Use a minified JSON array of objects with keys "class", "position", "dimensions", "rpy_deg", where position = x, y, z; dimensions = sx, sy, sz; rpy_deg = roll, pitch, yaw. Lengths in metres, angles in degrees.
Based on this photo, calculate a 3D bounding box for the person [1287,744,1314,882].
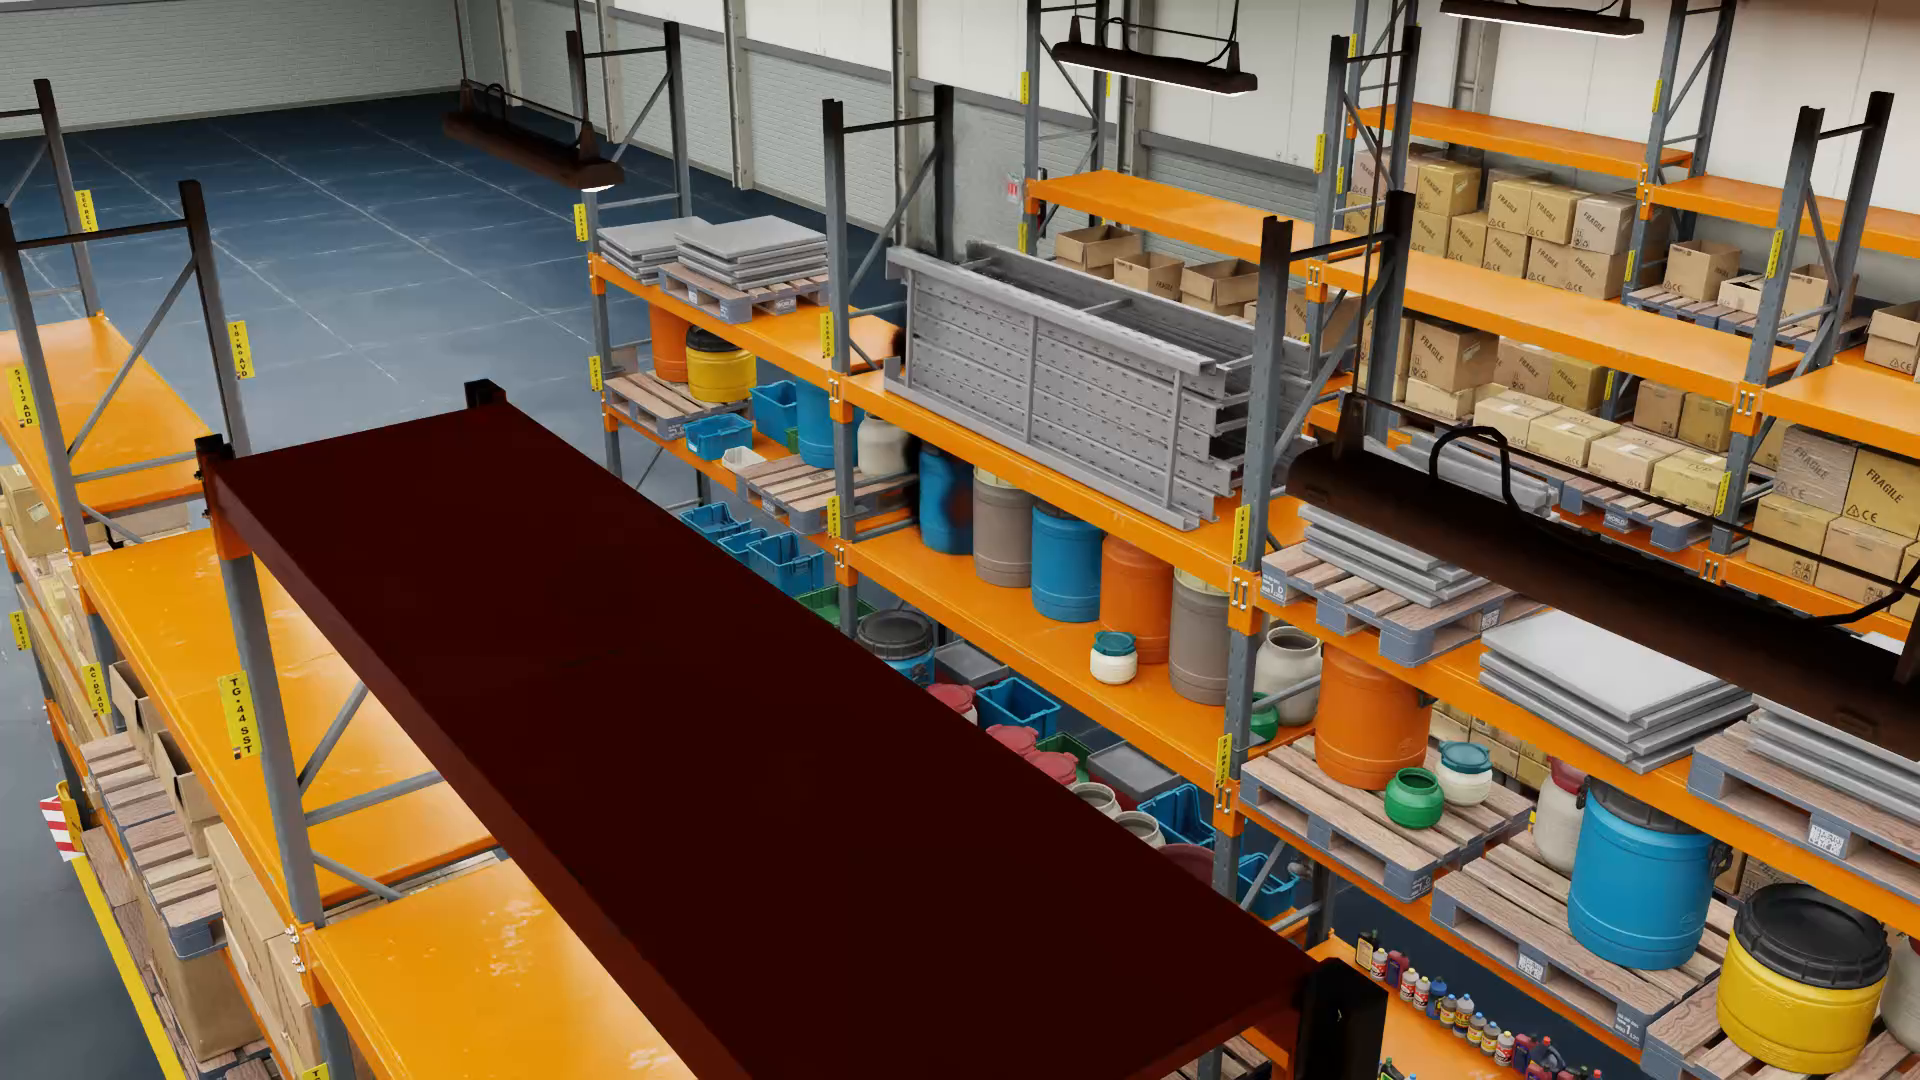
[{"class":"person","position":[2.534,1.760,12.522],"dimensions":[0.593,1.660,0.616],"rpy_deg":[-22,33,-39]}]
